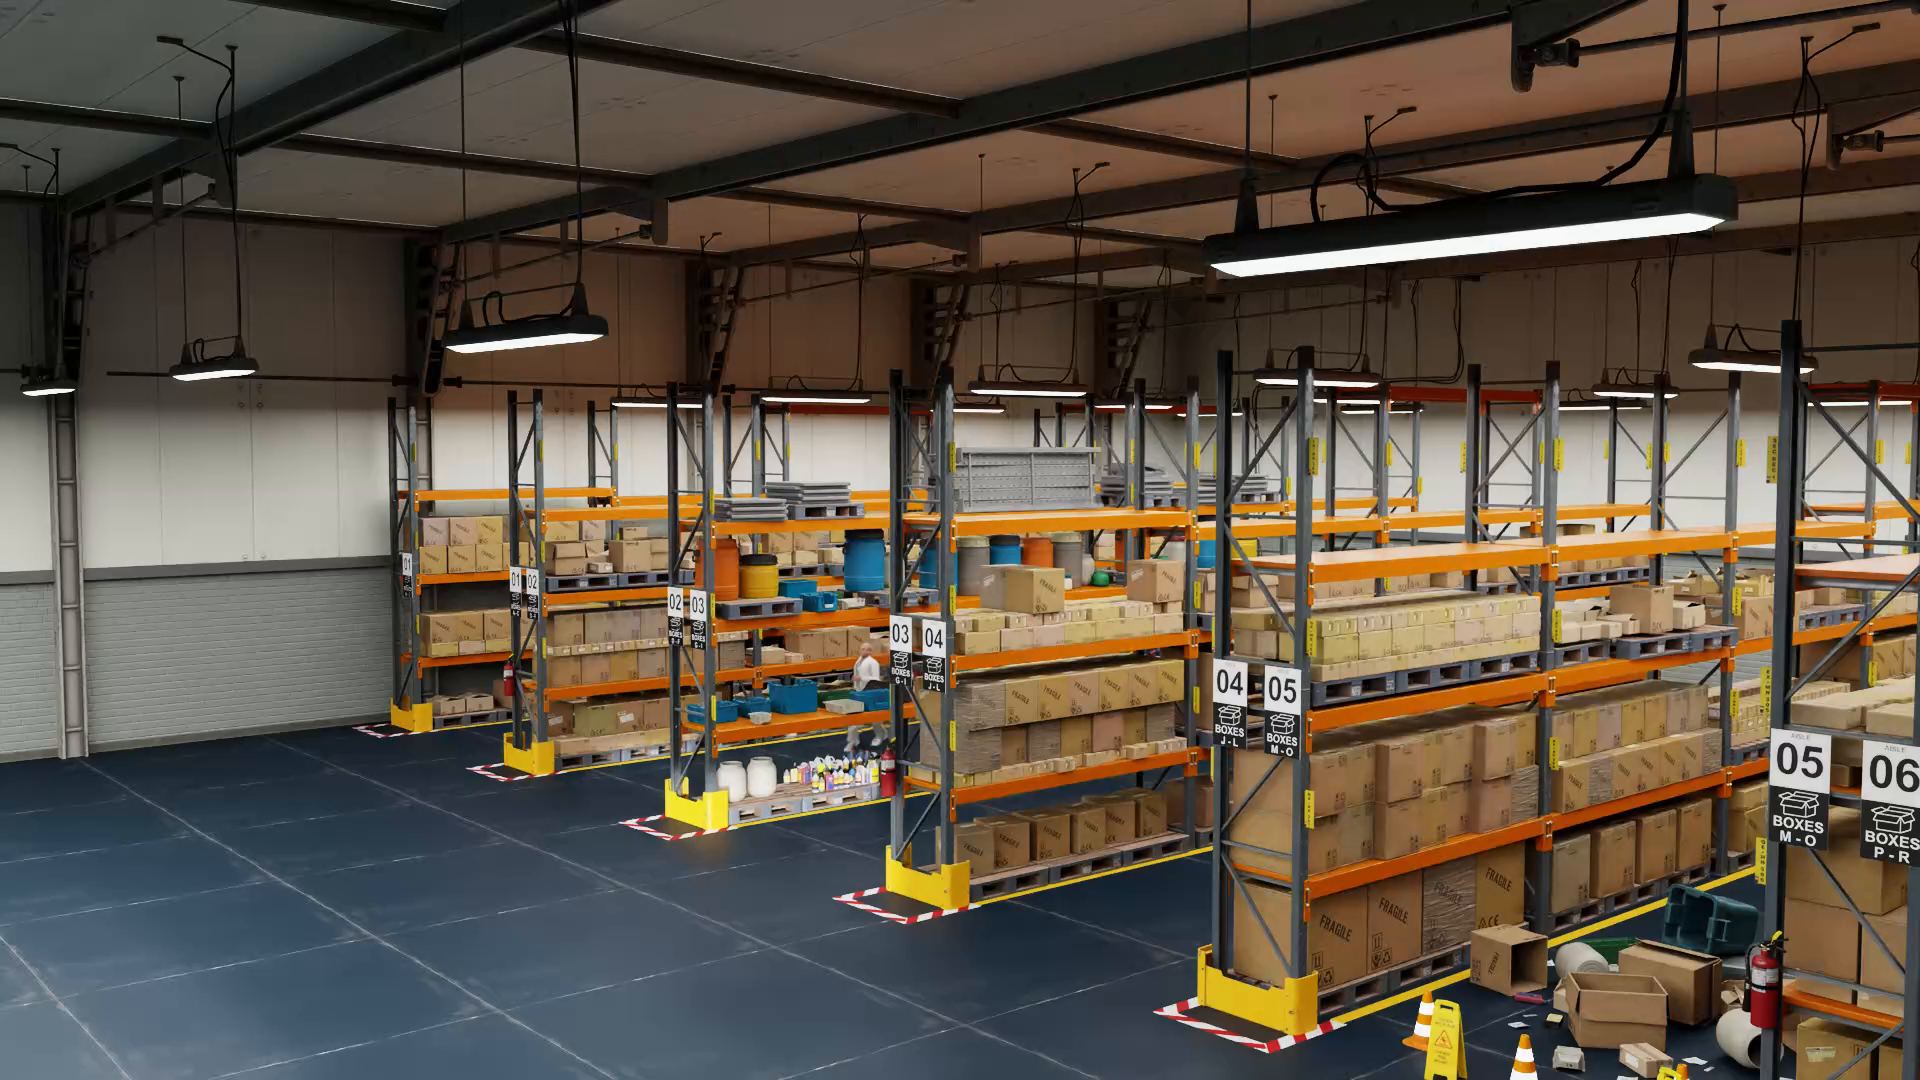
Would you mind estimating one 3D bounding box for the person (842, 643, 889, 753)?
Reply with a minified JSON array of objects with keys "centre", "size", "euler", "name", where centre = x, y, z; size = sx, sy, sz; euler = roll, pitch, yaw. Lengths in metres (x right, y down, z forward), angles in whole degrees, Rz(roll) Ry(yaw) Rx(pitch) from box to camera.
[{"centre":[-1.567,2.641,27.985],"size":[0.691,1.844,0.906],"euler":[3,5,43],"name":"person"}]
